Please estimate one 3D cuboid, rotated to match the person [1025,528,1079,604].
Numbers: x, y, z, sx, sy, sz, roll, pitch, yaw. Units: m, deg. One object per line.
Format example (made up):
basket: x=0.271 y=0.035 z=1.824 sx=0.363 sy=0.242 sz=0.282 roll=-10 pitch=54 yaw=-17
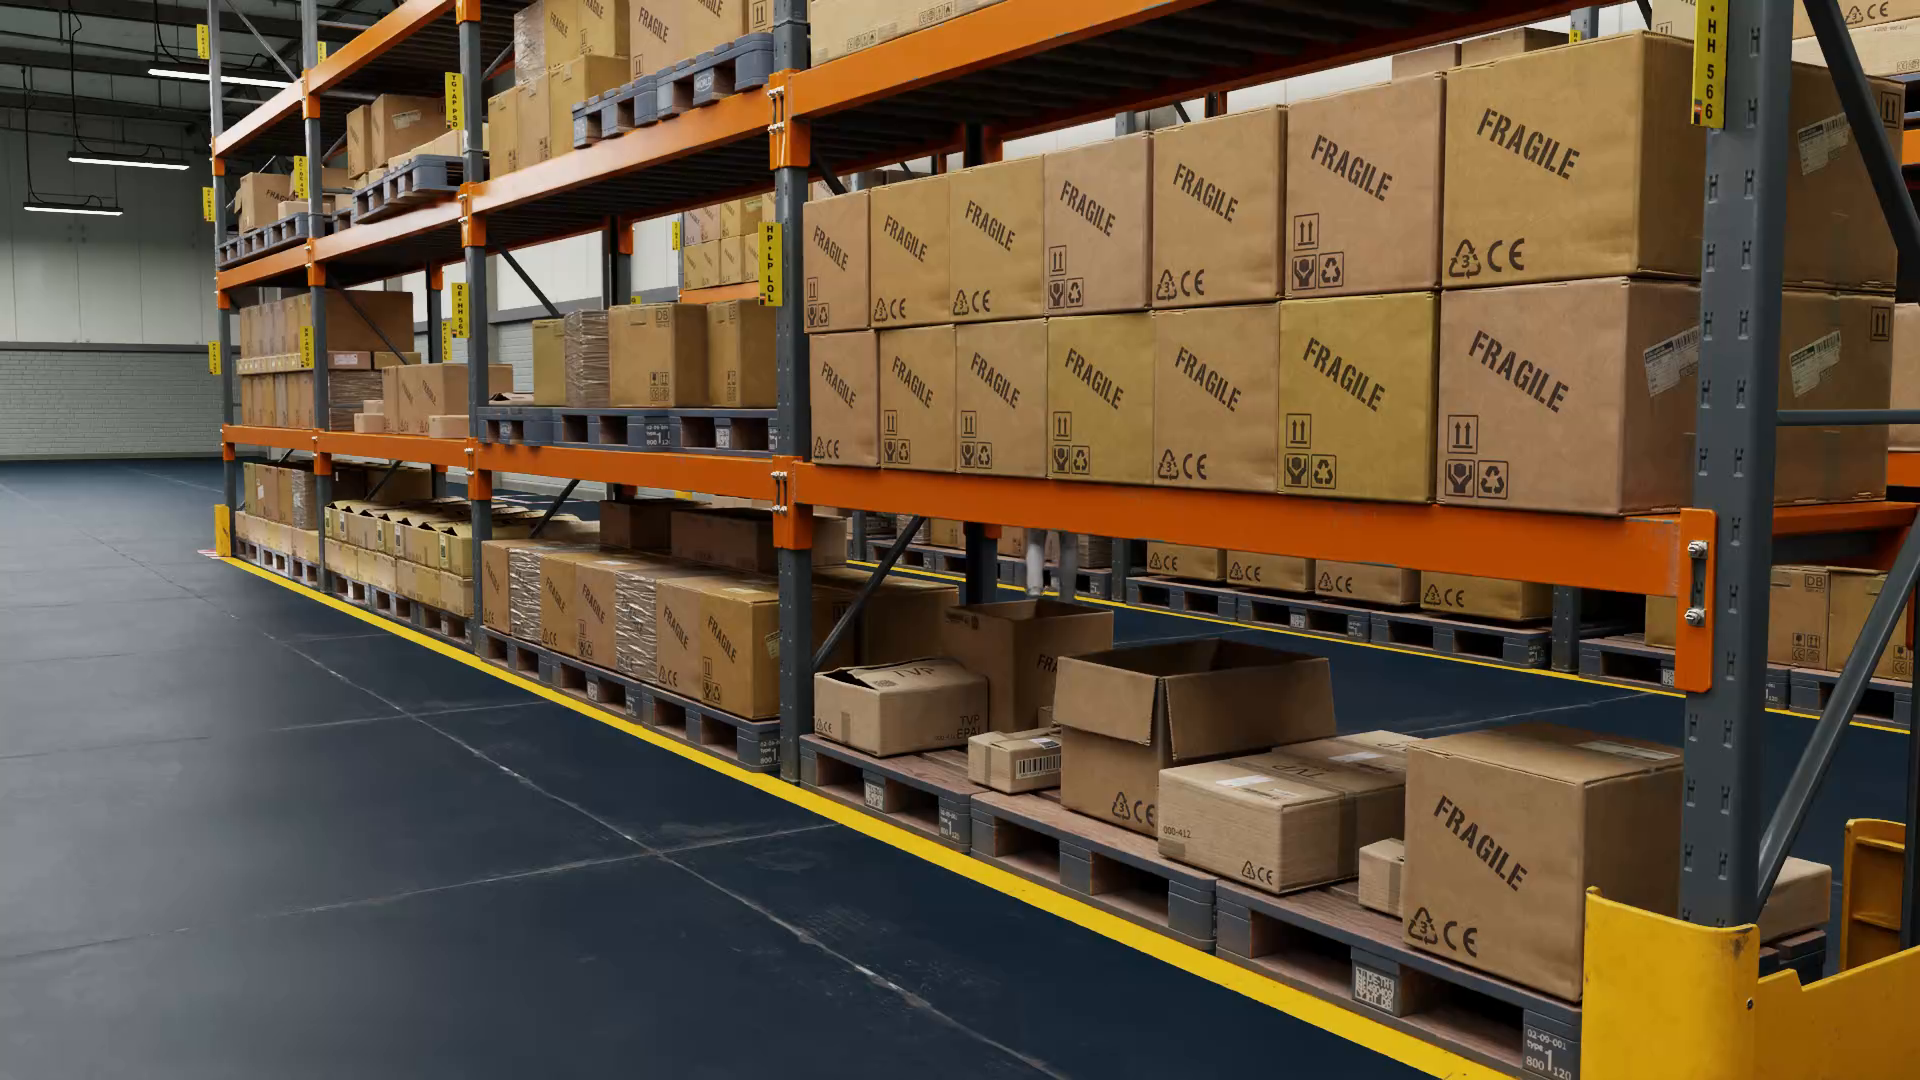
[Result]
person: x=0.684 y=-0.290 z=11.742 sx=0.468 sy=1.665 sz=0.527 roll=1 pitch=5 yaw=8
